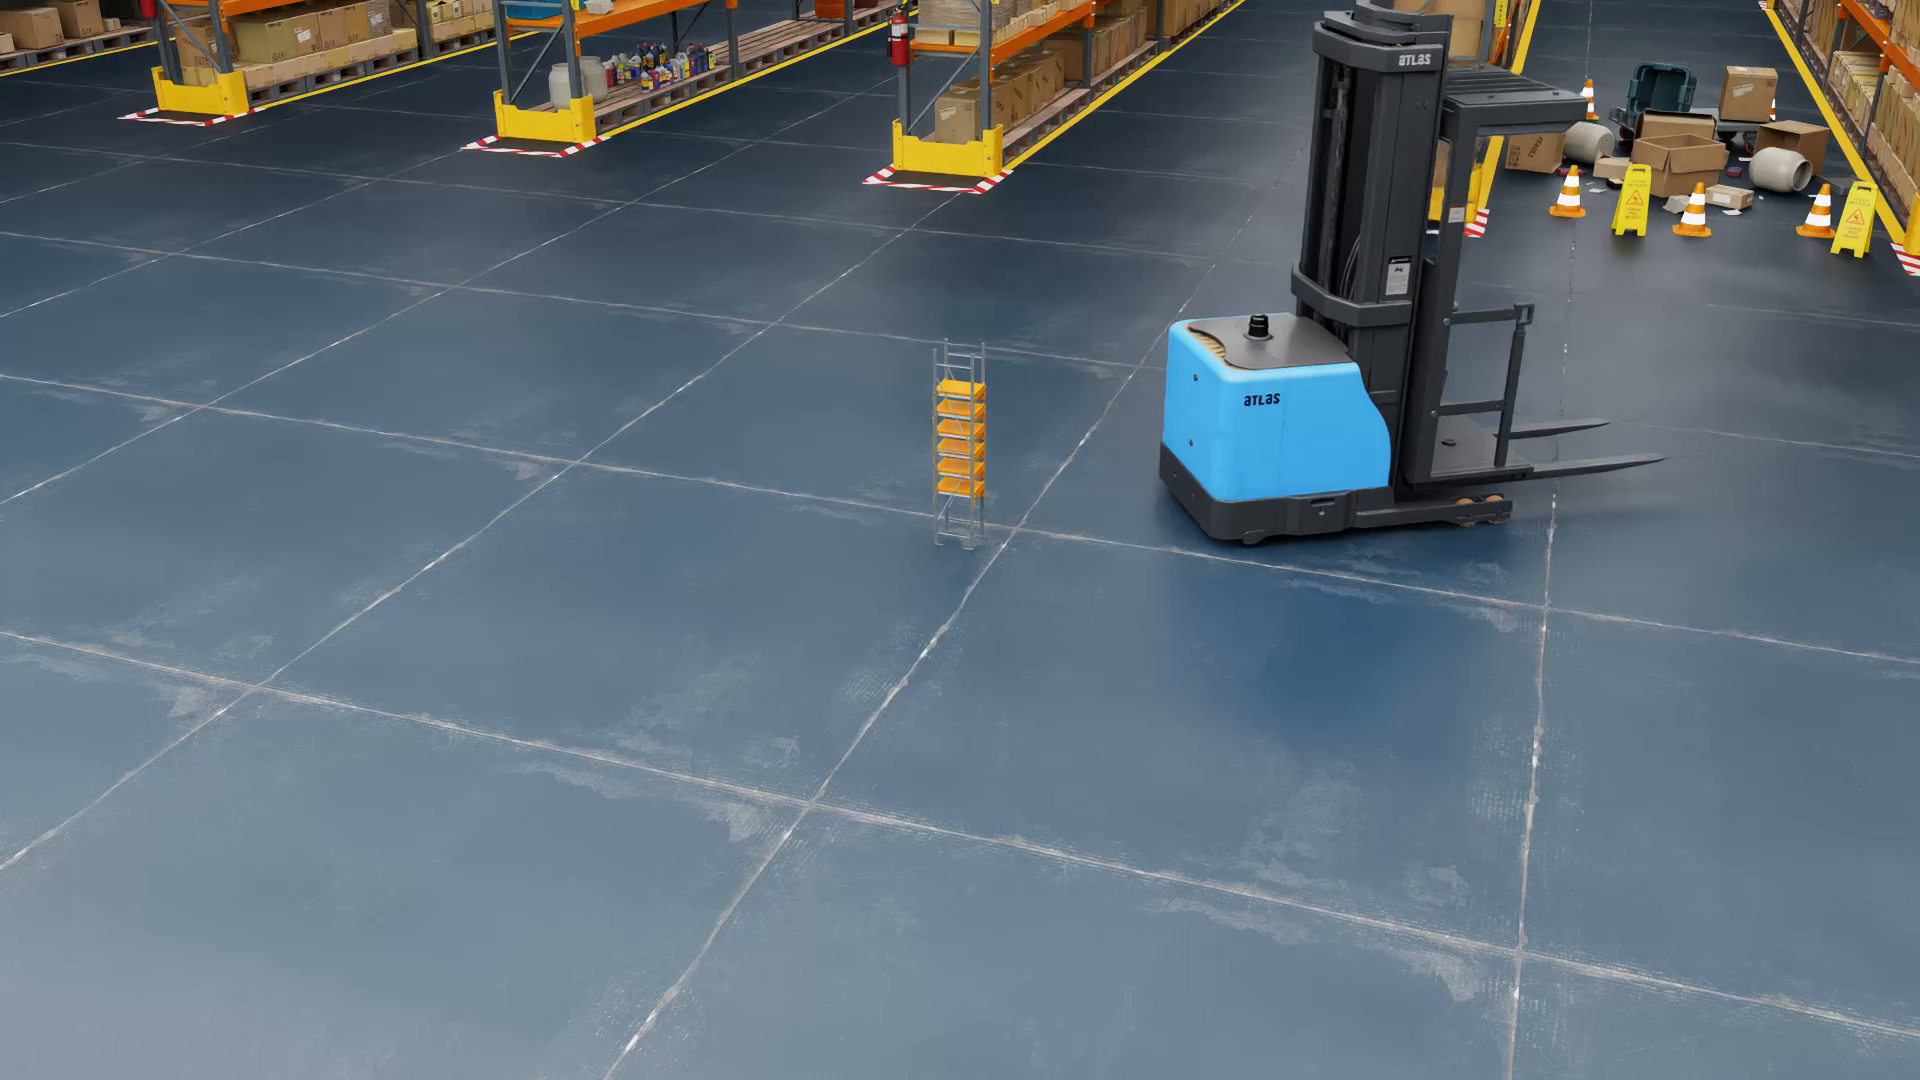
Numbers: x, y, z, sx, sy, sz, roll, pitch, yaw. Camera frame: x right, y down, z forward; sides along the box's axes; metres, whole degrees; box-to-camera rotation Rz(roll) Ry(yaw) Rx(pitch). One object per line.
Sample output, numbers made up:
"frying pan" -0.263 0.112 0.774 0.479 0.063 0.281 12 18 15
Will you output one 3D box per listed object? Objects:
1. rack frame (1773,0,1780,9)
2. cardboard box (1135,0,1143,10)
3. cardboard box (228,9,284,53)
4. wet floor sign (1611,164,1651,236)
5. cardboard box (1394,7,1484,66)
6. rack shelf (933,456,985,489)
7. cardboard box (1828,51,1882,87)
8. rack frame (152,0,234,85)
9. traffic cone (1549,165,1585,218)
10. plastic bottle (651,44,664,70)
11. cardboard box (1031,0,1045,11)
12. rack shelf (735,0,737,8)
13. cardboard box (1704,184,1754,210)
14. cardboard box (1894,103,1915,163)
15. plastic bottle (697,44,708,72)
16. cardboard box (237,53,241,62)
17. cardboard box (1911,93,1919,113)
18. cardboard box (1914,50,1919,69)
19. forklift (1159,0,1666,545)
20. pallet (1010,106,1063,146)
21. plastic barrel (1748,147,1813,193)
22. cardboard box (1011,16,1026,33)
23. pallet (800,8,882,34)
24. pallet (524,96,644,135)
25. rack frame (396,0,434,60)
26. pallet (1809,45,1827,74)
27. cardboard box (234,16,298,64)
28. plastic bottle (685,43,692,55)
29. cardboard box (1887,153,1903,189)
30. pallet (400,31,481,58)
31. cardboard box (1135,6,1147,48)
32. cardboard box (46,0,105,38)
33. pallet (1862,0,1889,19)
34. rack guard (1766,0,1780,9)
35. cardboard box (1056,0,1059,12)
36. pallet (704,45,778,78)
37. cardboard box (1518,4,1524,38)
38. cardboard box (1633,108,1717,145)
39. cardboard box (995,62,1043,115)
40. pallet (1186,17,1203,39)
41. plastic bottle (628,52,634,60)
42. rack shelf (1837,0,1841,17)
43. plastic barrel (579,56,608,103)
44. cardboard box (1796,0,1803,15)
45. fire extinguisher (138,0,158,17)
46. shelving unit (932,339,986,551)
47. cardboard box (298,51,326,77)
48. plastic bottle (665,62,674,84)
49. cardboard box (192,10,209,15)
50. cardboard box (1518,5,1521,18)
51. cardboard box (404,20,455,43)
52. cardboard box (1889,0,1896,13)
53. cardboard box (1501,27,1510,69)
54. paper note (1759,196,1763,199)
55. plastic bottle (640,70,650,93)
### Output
"rack frame" 14.510 -10.471 27.935 1.000 3.000 0.127 9 27 17
"cardboard box" 2.308 -7.752 23.821 0.500 0.250 0.500 10 28 20
"cardboard box" -9.283 -6.737 22.035 0.500 0.500 0.500 9 27 17
"wet floor sign" 6.341 -3.214 15.647 0.267 0.644 0.232 4 26 8
"cardboard box" 4.565 -4.799 16.048 0.875 0.550 0.550 9 27 17
"rack shelf" -0.005 -0.386 9.548 0.258 0.103 0.180 9 27 17
"cardboard box" 11.650 -5.959 21.150 0.950 0.372 0.625 7 27 14
"rack frame" -9.500 -6.771 20.293 1.000 3.000 0.127 9 27 17
"traffic cone" 6.000 -3.443 16.330 0.336 0.463 0.334 9 27 17
"plastic bottle" -4.023 -6.409 22.079 0.144 0.351 0.185 9 27 17
"cardboard box" 0.487 -6.360 18.988 0.875 0.500 0.500 9 27 17
"rack shelf" -2.834 -8.193 24.056 1.077 0.370 4.000 9 27 17
"cardboard box" 7.717 -3.444 16.693 0.250 0.149 0.380 -20 33 -36
"cardboard box" 9.551 -3.974 16.328 0.500 0.500 0.500 8 27 16
"plastic bottle" -3.442 -6.395 22.050 0.144 0.351 0.185 8 27 16
"cardboard box" -9.445 -6.193 21.773 0.500 0.250 0.500 9 27 17
"cardboard box" 9.441 -4.216 16.083 0.380 0.149 0.250 10 28 20
"cardboard box" 9.617 -4.712 16.328 0.380 0.149 0.250 9 27 17
"forklift" 2.816 -1.615 9.723 3.031 2.935 1.130 -6 26 -12
"pallet" 0.577 -4.938 19.706 1.003 0.211 1.213 9 27 17
"plastic barrel" 8.445 -3.805 17.123 0.421 0.421 0.512 -14 29 -27
"cardboard box" 0.512 -5.711 18.391 0.380 0.149 0.250 9 27 17
"pallet" -1.945 -8.414 26.886 1.003 0.211 1.213 9 27 17
"pallet" -4.574 -5.168 20.181 1.003 0.211 1.213 9 27 17
"rack frame" -8.169 -8.415 23.688 1.000 3.000 0.127 9 27 17
"pallet" 12.589 -6.741 23.431 1.003 0.211 1.213 9 27 17
"cardboard box" -8.947 -6.454 21.451 0.500 0.500 0.500 9 27 17
"plastic bottle" -3.578 -6.416 22.093 0.144 0.351 0.185 9 27 17
"cardboard box" 9.549 -3.646 16.512 0.500 0.250 0.500 8 27 16
"pallet" -7.961 -7.469 24.933 1.003 0.211 1.213 9 27 17
"cardboard box" 2.298 -7.416 23.987 0.700 0.500 0.500 7 27 15
"cardboard box" -13.149 -7.773 24.725 0.500 0.500 0.500 7 27 14
"pallet" 11.228 -6.278 19.494 1.003 0.211 1.213 9 27 17
"rack guard" 14.518 -9.356 28.500 1.175 0.500 0.348 9 27 17
"cardboard box" 0.959 -6.335 19.681 0.380 0.149 0.250 9 27 17
"pallet" -3.275 -6.769 23.487 1.003 0.211 1.213 9 27 17
"cardboard box" 8.123 -7.806 24.817 0.500 0.500 0.500 8 27 16
"cardboard box" 7.686 -4.308 17.915 0.797 0.637 0.503 9 27 17
"cardboard box" 0.685 -5.379 19.805 0.500 0.500 0.500 6 27 13
"pallet" 3.244 -8.179 26.399 1.003 0.211 1.213 9 27 17
"plastic bottle" -4.316 -6.260 21.849 0.061 0.283 0.133 10 28 20
"rack shelf" 12.513 -7.682 22.999 1.077 0.370 4.000 9 27 17
"plastic barrel" -4.517 -5.608 20.264 0.421 0.512 0.421 0 26 0
"cardboard box" 13.786 -8.474 26.268 0.875 0.438 0.875 8 27 16
"fire extinguisher" -9.978 -6.755 20.349 0.296 0.674 0.183 9 27 17
"shelving unit" -0.005 -0.534 9.476 0.258 1.200 0.189 9 27 17
"cardboard box" -8.782 -6.322 22.039 0.500 0.250 0.500 9 27 17
"plastic bottle" -3.718 -5.987 21.299 0.097 0.271 0.097 0 26 0
"cardboard box" -12.488 -8.729 26.701 0.700 0.500 0.500 8 27 16
"cardboard box" 7.604 -7.510 23.344 0.500 0.250 0.500 8 27 15
"cardboard box" -7.801 -7.496 24.464 0.500 0.250 0.500 8 27 16
"cardboard box" 10.427 -5.867 18.233 0.380 0.149 0.250 9 27 18
"cardboard box" 6.571 -6.440 21.708 1.050 0.750 0.750 9 27 18
"paper note" 8.167 -3.493 16.953 0.032 0.001 0.123 9 27 17
"plastic bottle" -3.933 -5.721 20.751 0.097 0.271 0.097 0 26 0
